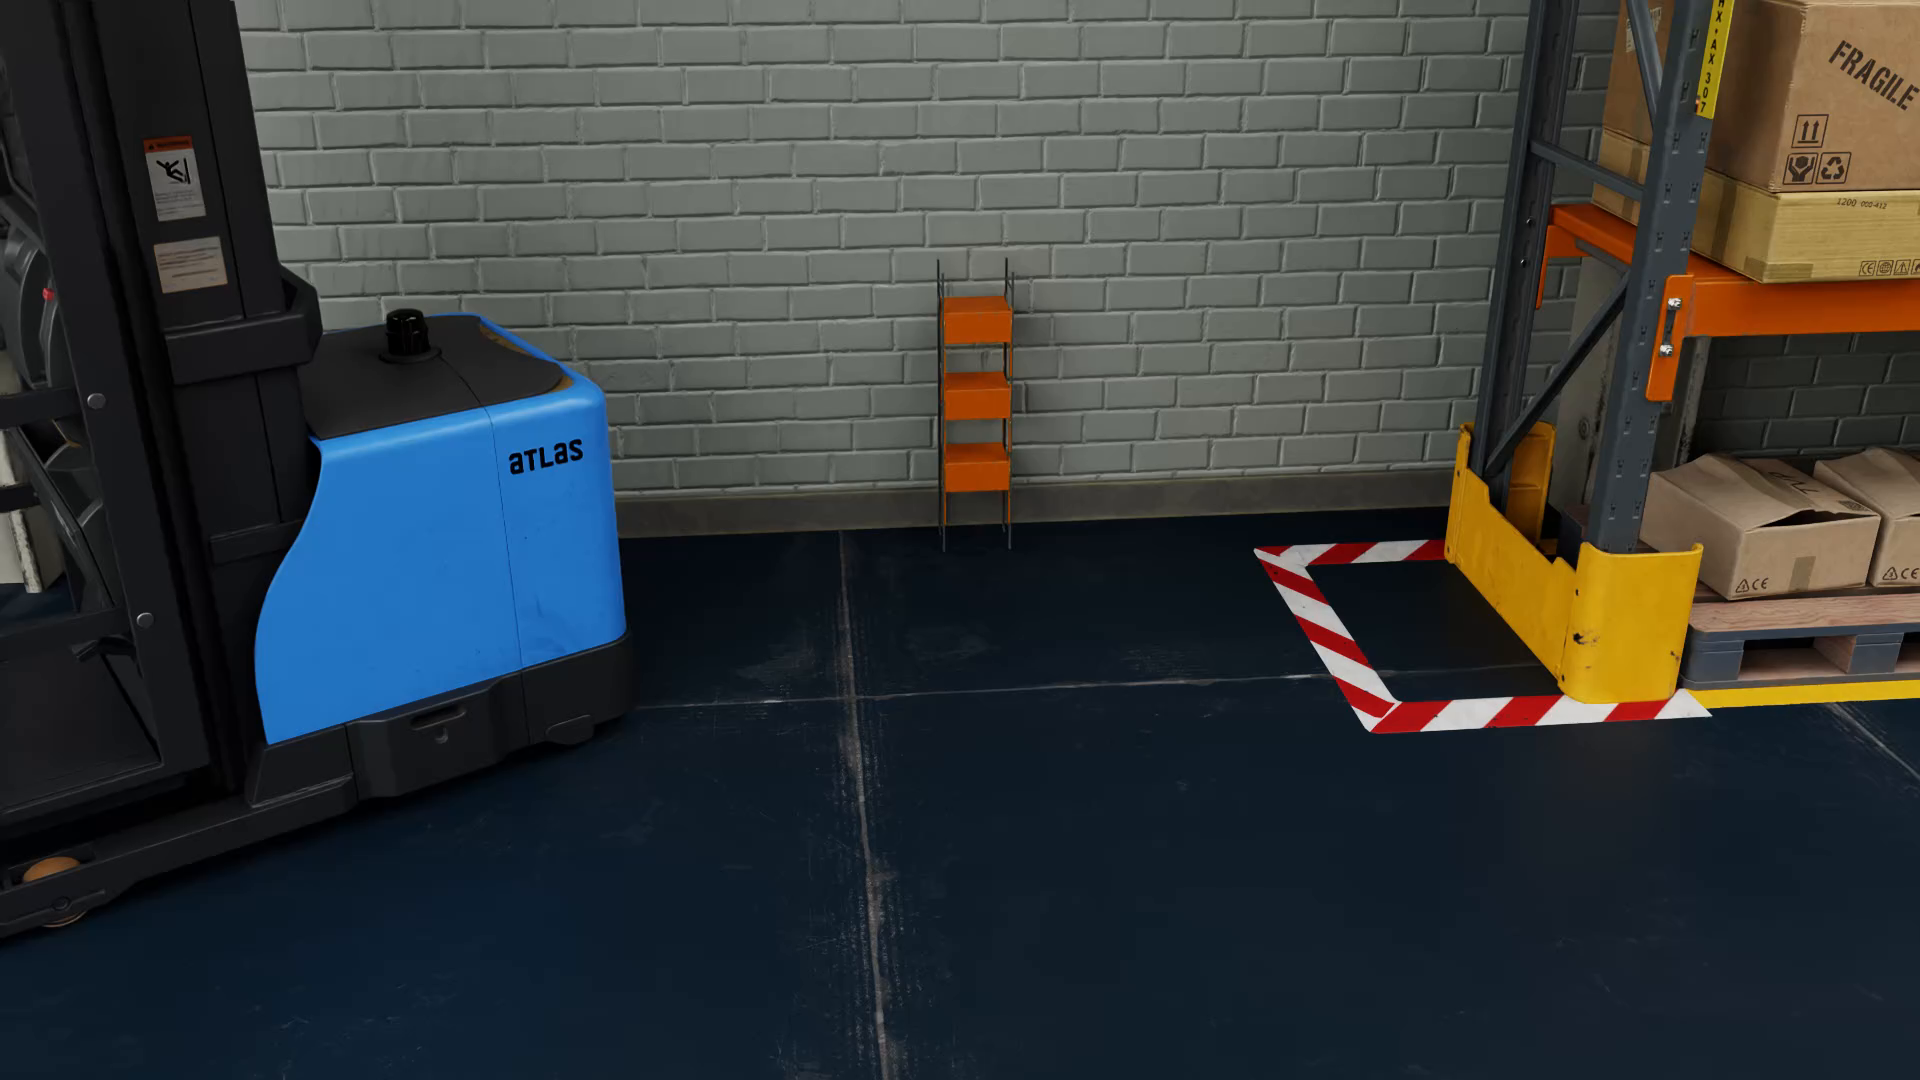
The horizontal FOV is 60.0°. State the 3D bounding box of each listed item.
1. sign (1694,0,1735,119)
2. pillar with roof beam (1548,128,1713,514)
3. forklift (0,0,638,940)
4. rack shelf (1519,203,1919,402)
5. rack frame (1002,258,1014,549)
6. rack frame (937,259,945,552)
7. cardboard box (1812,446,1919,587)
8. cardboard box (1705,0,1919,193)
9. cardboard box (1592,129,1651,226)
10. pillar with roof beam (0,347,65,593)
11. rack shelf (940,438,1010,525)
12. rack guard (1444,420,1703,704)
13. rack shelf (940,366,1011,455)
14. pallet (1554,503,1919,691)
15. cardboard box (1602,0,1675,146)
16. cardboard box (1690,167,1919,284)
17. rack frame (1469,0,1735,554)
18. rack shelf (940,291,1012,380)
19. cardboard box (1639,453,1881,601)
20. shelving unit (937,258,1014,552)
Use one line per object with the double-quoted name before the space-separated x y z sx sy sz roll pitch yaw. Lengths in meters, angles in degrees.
"sign" 1.982 -1.280 4.371 0.005 0.325 0.100 -2 24 -5
"pillar with roof beam" 2.963 -2.482 0.756 0.400 9.000 9.100 -2 24 -5
"forklift" -2.453 -0.582 3.952 3.031 2.935 1.130 -17 29 -33
"rack shelf" 3.918 -0.855 5.366 4.000 0.370 1.077 -2 24 -5
"rack frame" 0.175 -0.487 6.053 0.008 1.050 0.200 -2 24 -5
"rack frame" -0.068 -0.477 6.031 0.008 1.050 0.200 -2 24 -5
"cardboard box" 3.193 -0.090 5.528 0.500 0.311 0.500 0 24 -1
"cardboard box" 2.433 -1.284 4.683 0.500 0.500 0.500 -2 24 -5
"cardboard box" 2.374 -1.141 5.284 0.500 0.250 0.500 -2 24 -4
"pillar with roof beam" -3.008 -2.243 0.217 0.400 9.000 9.100 -2 24 -5
"rack shelf" 0.053 -0.218 6.159 0.240 0.259 0.215 -2 24 -5
"rack guard" 2.004 0.036 5.554 0.348 0.500 1.175 -2 24 -5
"rack shelf" 0.053 -0.472 6.046 0.240 0.259 0.215 -2 24 -5
"pallet" 2.816 0.149 5.654 1.213 0.211 1.003 -2 24 -5
"cardboard box" 2.376 -1.492 5.150 0.500 0.500 0.500 -3 24 -6
"cardboard box" 2.445 -0.935 4.821 0.500 0.250 0.500 -3 24 -7
"rack frame" 1.928 -1.104 5.040 0.127 3.000 1.000 -2 24 -5
"rack shelf" 0.053 -0.732 5.931 0.240 0.259 0.215 -2 24 -5
"cardboard box" 2.626 -0.067 5.477 0.500 0.311 0.500 -5 24 -11
"shelving unit" 0.053 -0.482 6.042 0.252 1.050 0.215 -2 24 -5
